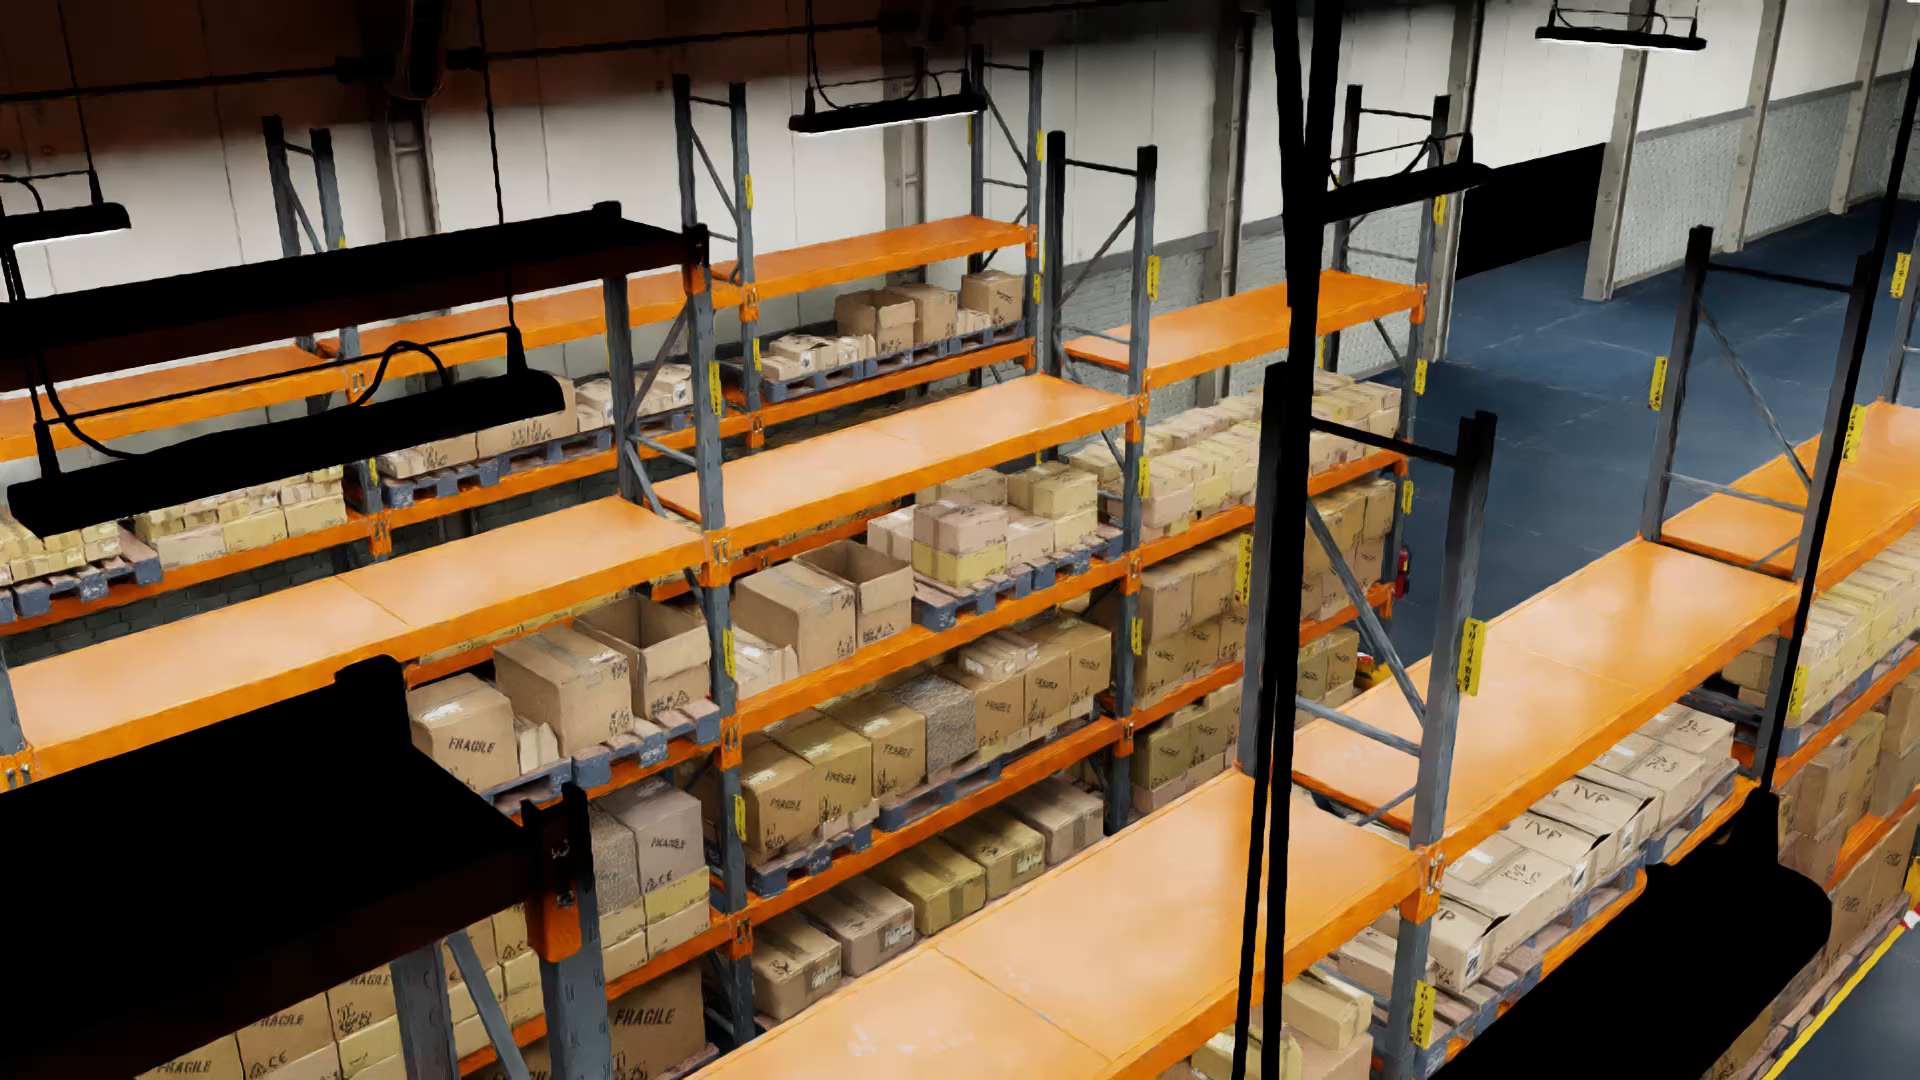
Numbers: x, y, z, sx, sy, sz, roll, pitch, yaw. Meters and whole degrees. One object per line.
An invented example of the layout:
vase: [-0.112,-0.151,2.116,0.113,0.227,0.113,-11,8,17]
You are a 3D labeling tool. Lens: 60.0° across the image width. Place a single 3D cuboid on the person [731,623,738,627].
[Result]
person: [-2.067,1.515,14.974,0.572,1.665,0.538,-6,23,-14]
